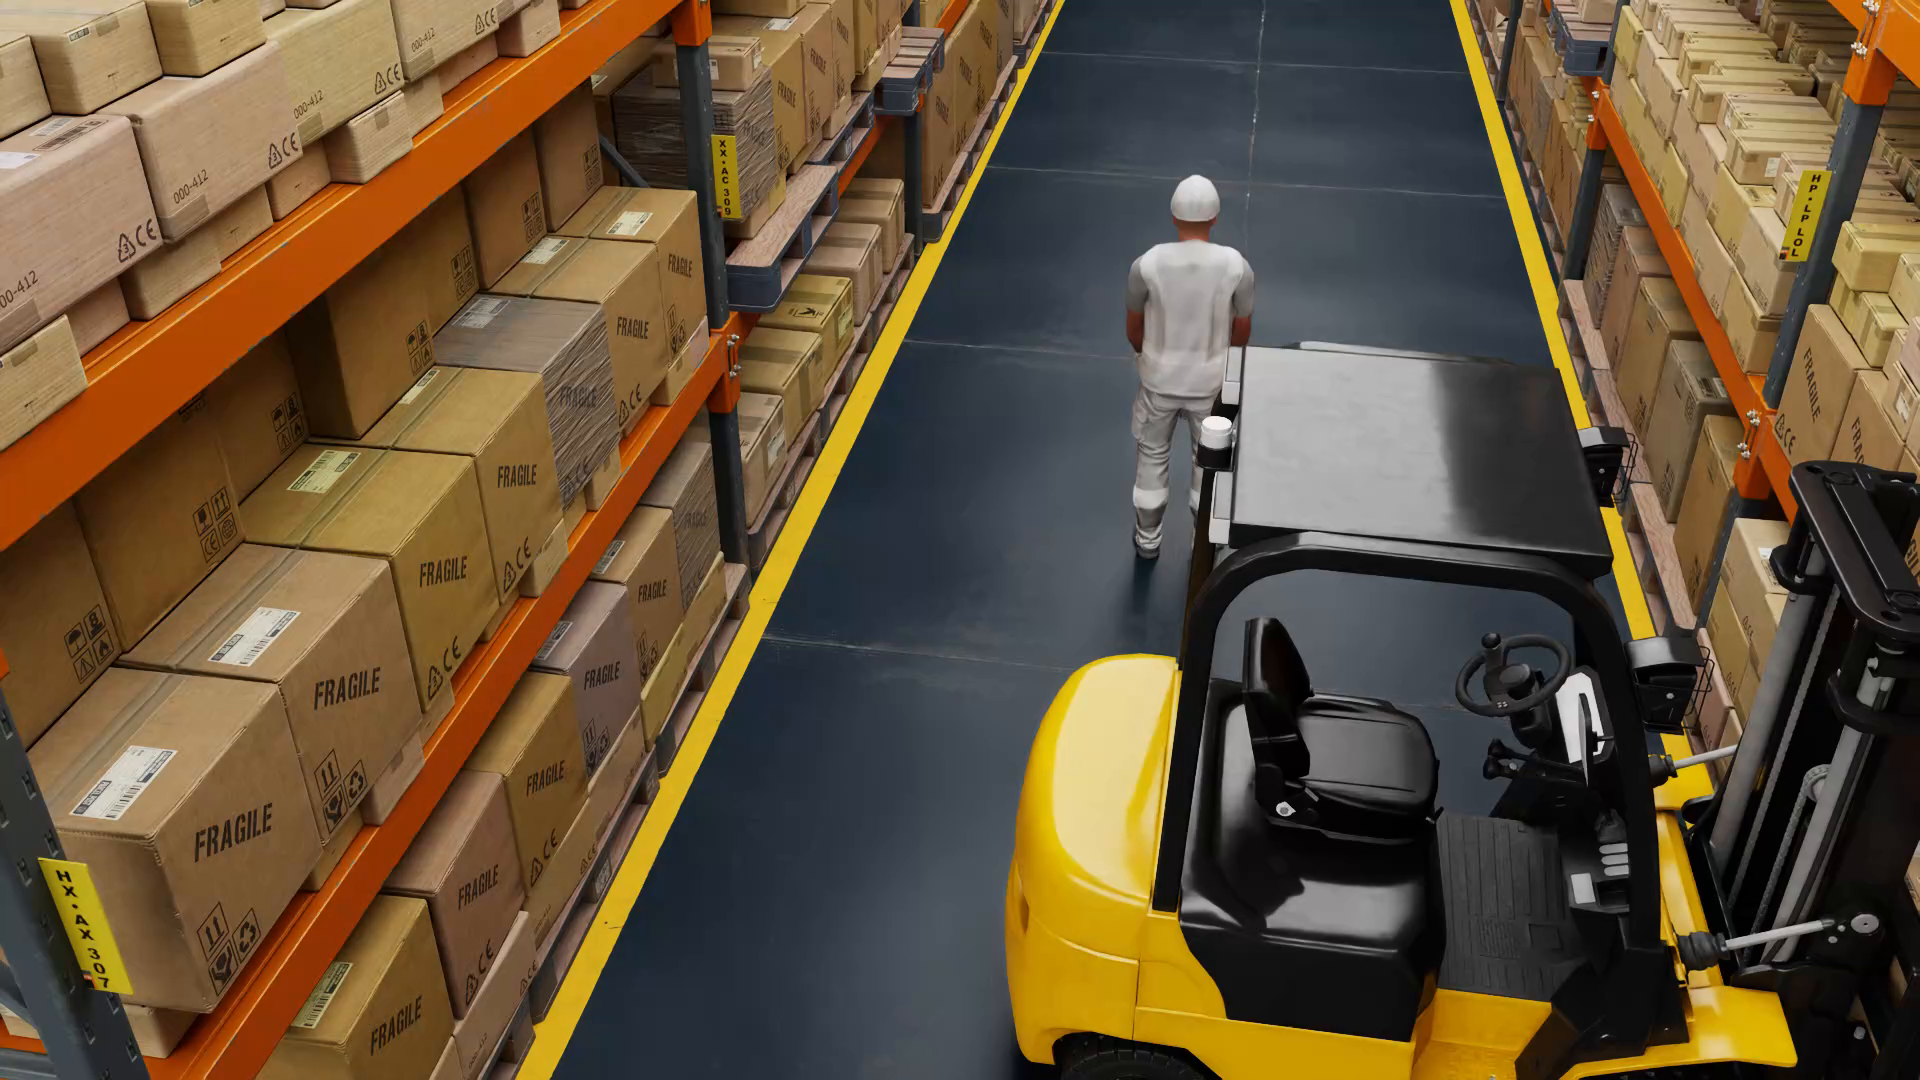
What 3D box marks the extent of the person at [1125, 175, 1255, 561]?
[{"bbox_3d":[0.977,-0.722,7.264,0.539,1.790,0.437,5,32,7],"label":"person"}]
